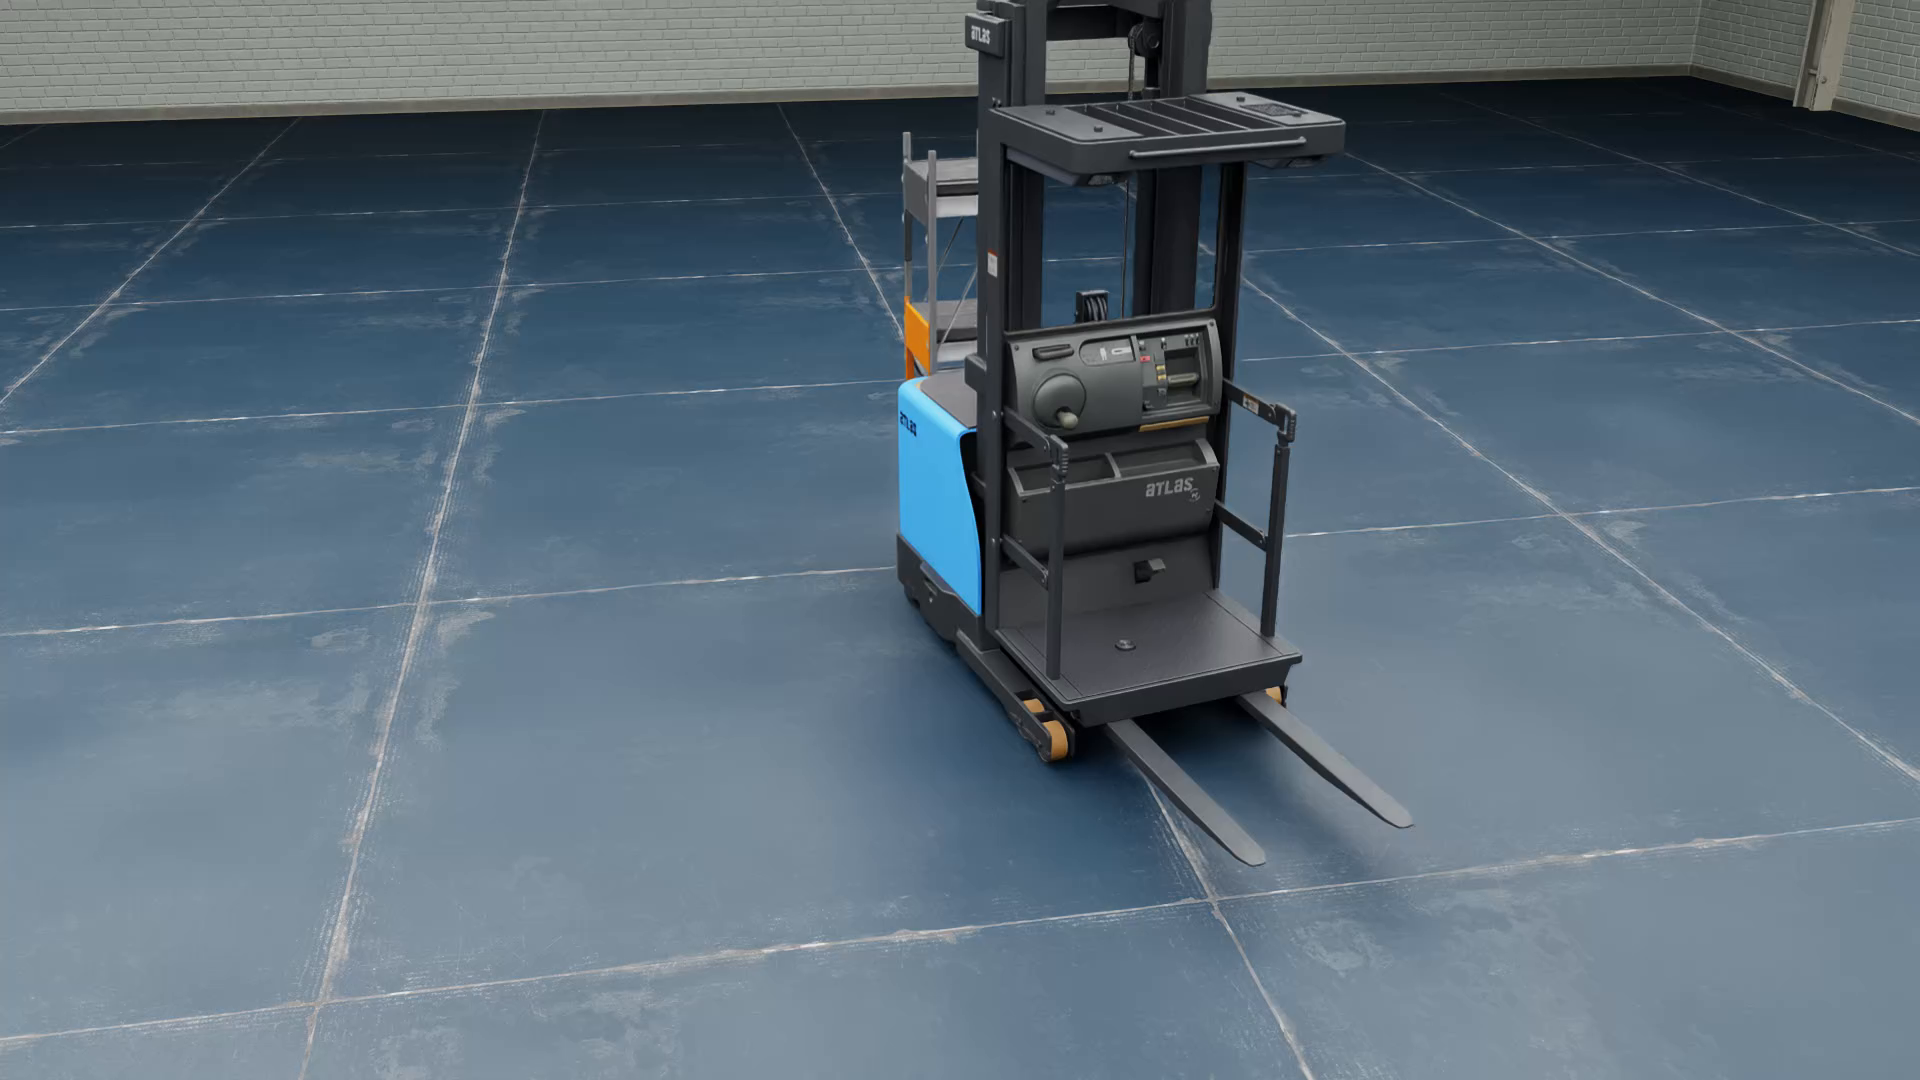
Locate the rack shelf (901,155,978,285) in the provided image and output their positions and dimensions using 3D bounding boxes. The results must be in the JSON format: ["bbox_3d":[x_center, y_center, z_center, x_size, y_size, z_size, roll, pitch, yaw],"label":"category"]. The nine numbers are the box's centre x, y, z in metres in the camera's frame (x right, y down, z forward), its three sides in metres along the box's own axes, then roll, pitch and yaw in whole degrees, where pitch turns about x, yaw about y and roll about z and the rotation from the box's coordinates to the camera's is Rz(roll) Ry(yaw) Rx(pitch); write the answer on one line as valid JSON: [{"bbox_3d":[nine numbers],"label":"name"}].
[{"bbox_3d":[-0.015,-1.549,7.958,0.431,0.518,0.480,-6,24,-14],"label":"rack shelf"}]

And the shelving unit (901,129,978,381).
[{"bbox_3d":[-0.015,-0.920,8.233,0.431,2.100,0.503,-6,24,-14],"label":"shelving unit"}]

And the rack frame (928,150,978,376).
[{"bbox_3d":[0.049,-0.826,8.017,0.400,2.100,0.015,-6,24,-14],"label":"rack frame"}]

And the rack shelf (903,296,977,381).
[{"bbox_3d":[-0.015,-0.908,8.239,0.431,0.518,0.480,-6,24,-14],"label":"rack shelf"}]

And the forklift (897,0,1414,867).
[{"bbox_3d":[0.724,-0.641,6.556,1.130,2.935,3.031,-9,25,-20],"label":"forklift"}]

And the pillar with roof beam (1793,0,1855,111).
[{"bbox_3d":[6.841,-9.415,19.064,9.100,9.000,0.400,-4,24,-10],"label":"pillar with roof beam"}]

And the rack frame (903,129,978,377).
[{"bbox_3d":[-0.079,-1.014,8.449,0.400,2.100,0.015,-6,24,-14],"label":"rack frame"}]
